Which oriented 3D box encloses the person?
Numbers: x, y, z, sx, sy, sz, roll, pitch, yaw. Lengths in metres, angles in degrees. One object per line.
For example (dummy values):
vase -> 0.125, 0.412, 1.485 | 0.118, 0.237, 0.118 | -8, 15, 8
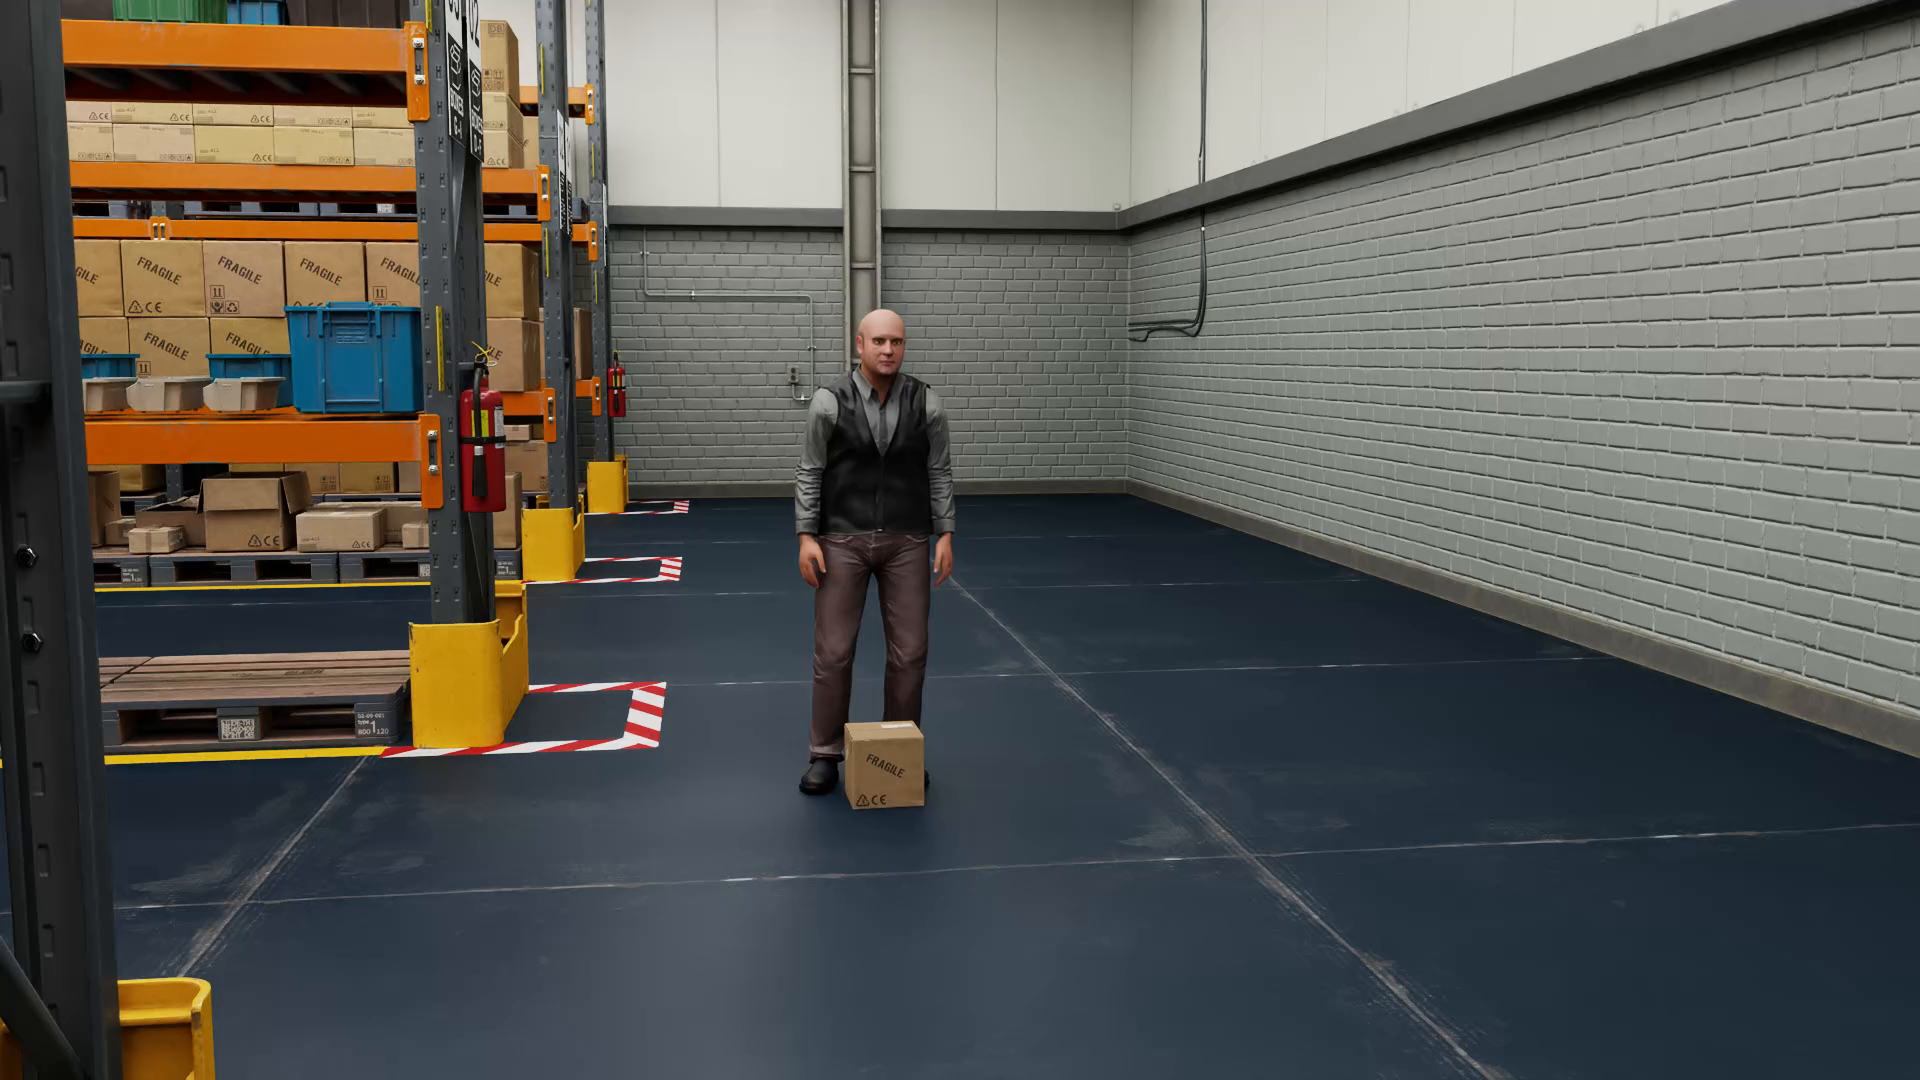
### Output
person -> -0.311, 0.029, 6.058 | 0.594, 1.722, 0.414 | -1, 7, -12
